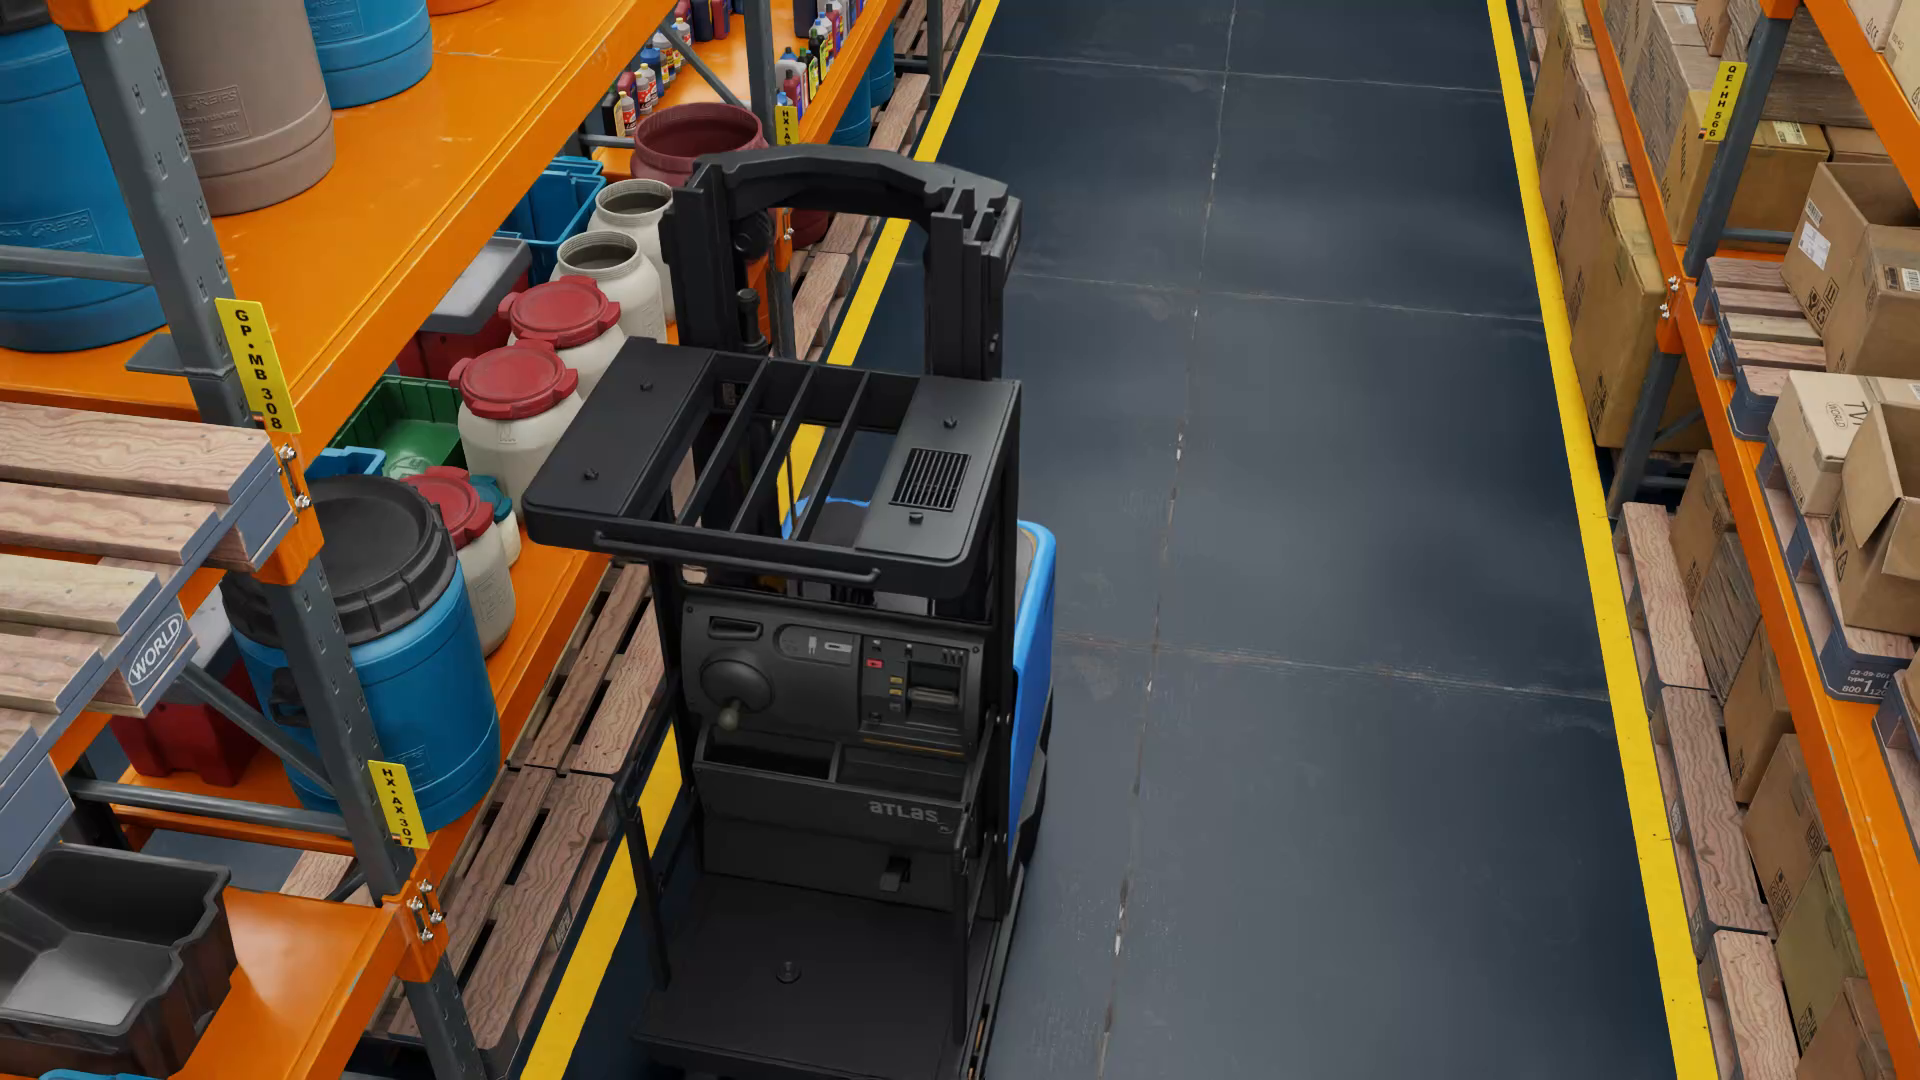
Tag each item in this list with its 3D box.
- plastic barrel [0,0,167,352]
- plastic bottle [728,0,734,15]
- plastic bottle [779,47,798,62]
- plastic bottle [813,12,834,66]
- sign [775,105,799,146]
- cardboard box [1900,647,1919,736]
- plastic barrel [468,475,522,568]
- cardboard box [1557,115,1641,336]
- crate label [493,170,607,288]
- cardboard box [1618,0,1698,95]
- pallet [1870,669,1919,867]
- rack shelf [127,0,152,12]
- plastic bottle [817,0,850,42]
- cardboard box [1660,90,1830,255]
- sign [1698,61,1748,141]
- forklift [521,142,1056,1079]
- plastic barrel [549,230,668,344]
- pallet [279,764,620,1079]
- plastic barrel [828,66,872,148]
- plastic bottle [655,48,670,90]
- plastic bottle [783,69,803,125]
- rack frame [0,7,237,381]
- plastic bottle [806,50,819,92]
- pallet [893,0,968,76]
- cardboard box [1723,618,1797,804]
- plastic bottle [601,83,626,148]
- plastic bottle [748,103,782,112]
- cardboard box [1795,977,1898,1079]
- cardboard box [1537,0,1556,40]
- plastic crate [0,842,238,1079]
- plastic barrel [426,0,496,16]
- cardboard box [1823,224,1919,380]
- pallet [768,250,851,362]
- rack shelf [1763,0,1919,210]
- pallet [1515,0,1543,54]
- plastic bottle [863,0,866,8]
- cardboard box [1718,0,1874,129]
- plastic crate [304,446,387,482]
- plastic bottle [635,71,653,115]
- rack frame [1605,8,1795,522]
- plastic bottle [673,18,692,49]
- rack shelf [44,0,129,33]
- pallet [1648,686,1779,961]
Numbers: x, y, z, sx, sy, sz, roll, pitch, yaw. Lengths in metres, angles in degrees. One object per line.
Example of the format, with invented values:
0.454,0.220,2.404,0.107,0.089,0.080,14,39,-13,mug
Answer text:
-2.129,-0.960,3.809,0.600,0.901,0.708,6,40,8,plastic barrel
-1.339,-3.072,9.150,0.144,0.351,0.185,6,40,8,plastic bottle
-0.850,-2.331,8.316,0.097,0.271,0.097,0,40,0,plastic bottle
-0.710,-2.614,8.658,0.097,0.271,0.097,0,40,0,plastic bottle
-0.768,-1.784,7.426,0.100,0.325,0.005,6,40,8,sign
3.151,0.403,4.109,1.000,1.000,1.000,7,40,8,cardboard box
-1.623,-0.028,5.538,0.301,0.262,0.301,0,40,0,plastic barrel
3.869,-1.564,8.625,1.225,0.875,0.875,7,40,8,cardboard box
-1.749,-1.198,6.817,0.502,0.435,0.616,6,40,8,crate label
3.677,-2.565,8.420,0.500,0.500,0.500,7,40,9,cardboard box
3.151,0.889,4.471,1.003,0.211,1.213,6,40,8,pallet
-1.657,-2.403,4.473,1.077,0.370,4.000,6,40,8,rack shelf
-0.677,-2.836,8.924,0.152,0.276,0.135,6,40,8,plastic bottle
3.409,-1.607,7.261,0.500,0.500,0.500,8,40,9,cardboard box
3.020,-1.737,6.588,0.100,0.325,0.005,6,40,8,sign
-0.431,0.496,4.850,1.130,2.935,3.031,7,40,9,forklift
-1.351,-0.887,6.381,0.421,0.512,0.421,0,40,0,plastic barrel
-1.905,1.310,6.000,1.003,0.211,1.213,6,40,8,pallet
-0.852,-2.857,10.169,0.600,0.901,0.708,6,40,8,plastic barrel
-1.532,-2.401,8.455,0.097,0.201,0.097,0,40,0,plastic bottle
-0.816,-2.170,8.112,0.061,0.283,0.133,6,40,8,plastic bottle
-2.003,-1.579,2.598,1.000,3.000,0.127,6,40,8,rack frame
-0.767,-2.381,8.432,0.097,0.201,0.097,0,40,0,plastic bottle
-0.529,-3.679,12.034,1.003,0.211,1.213,6,40,8,pallet
3.297,0.691,6.177,0.700,0.500,0.500,10,41,11,cardboard box
-1.661,-2.034,7.947,0.061,0.283,0.133,6,40,8,plastic bottle
-0.917,-1.966,7.871,0.152,0.276,0.135,6,40,8,plastic bottle
3.003,1.690,4.969,0.700,0.500,0.500,4,40,4,cardboard box
4.608,-4.055,11.639,0.875,0.875,0.875,6,40,8,cardboard box
-2.219,1.071,4.149,0.767,0.338,0.504,6,40,8,plastic crate
-1.780,-2.197,5.363,0.600,0.830,0.708,6,40,8,plastic barrel
3.515,-0.727,5.868,0.700,0.500,0.500,12,41,14,cardboard box
-1.215,-1.202,9.039,1.003,0.211,1.213,6,40,8,pallet
3.221,-0.855,4.641,1.077,0.370,4.000,6,40,8,rack shelf
4.677,-3.904,12.306,1.003,0.211,1.213,6,40,8,pallet
-0.575,-3.077,9.273,0.097,0.201,0.097,0,40,0,plastic bottle
3.710,-2.114,7.087,0.797,0.503,0.637,8,40,9,cardboard box
-2.118,0.012,5.394,0.392,0.384,0.575,6,40,8,plastic crate
-1.583,-2.217,8.234,0.097,0.201,0.097,0,40,0,plastic bottle
3.568,-1.232,6.886,1.000,3.000,0.127,6,40,8,rack frame
-1.465,-2.645,8.751,0.097,0.201,0.097,0,40,0,plastic bottle
-2.349,0.107,1.437,1.077,0.370,4.000,6,40,8,rack shelf
3.217,1.097,6.258,1.003,0.211,1.213,6,40,8,pallet
